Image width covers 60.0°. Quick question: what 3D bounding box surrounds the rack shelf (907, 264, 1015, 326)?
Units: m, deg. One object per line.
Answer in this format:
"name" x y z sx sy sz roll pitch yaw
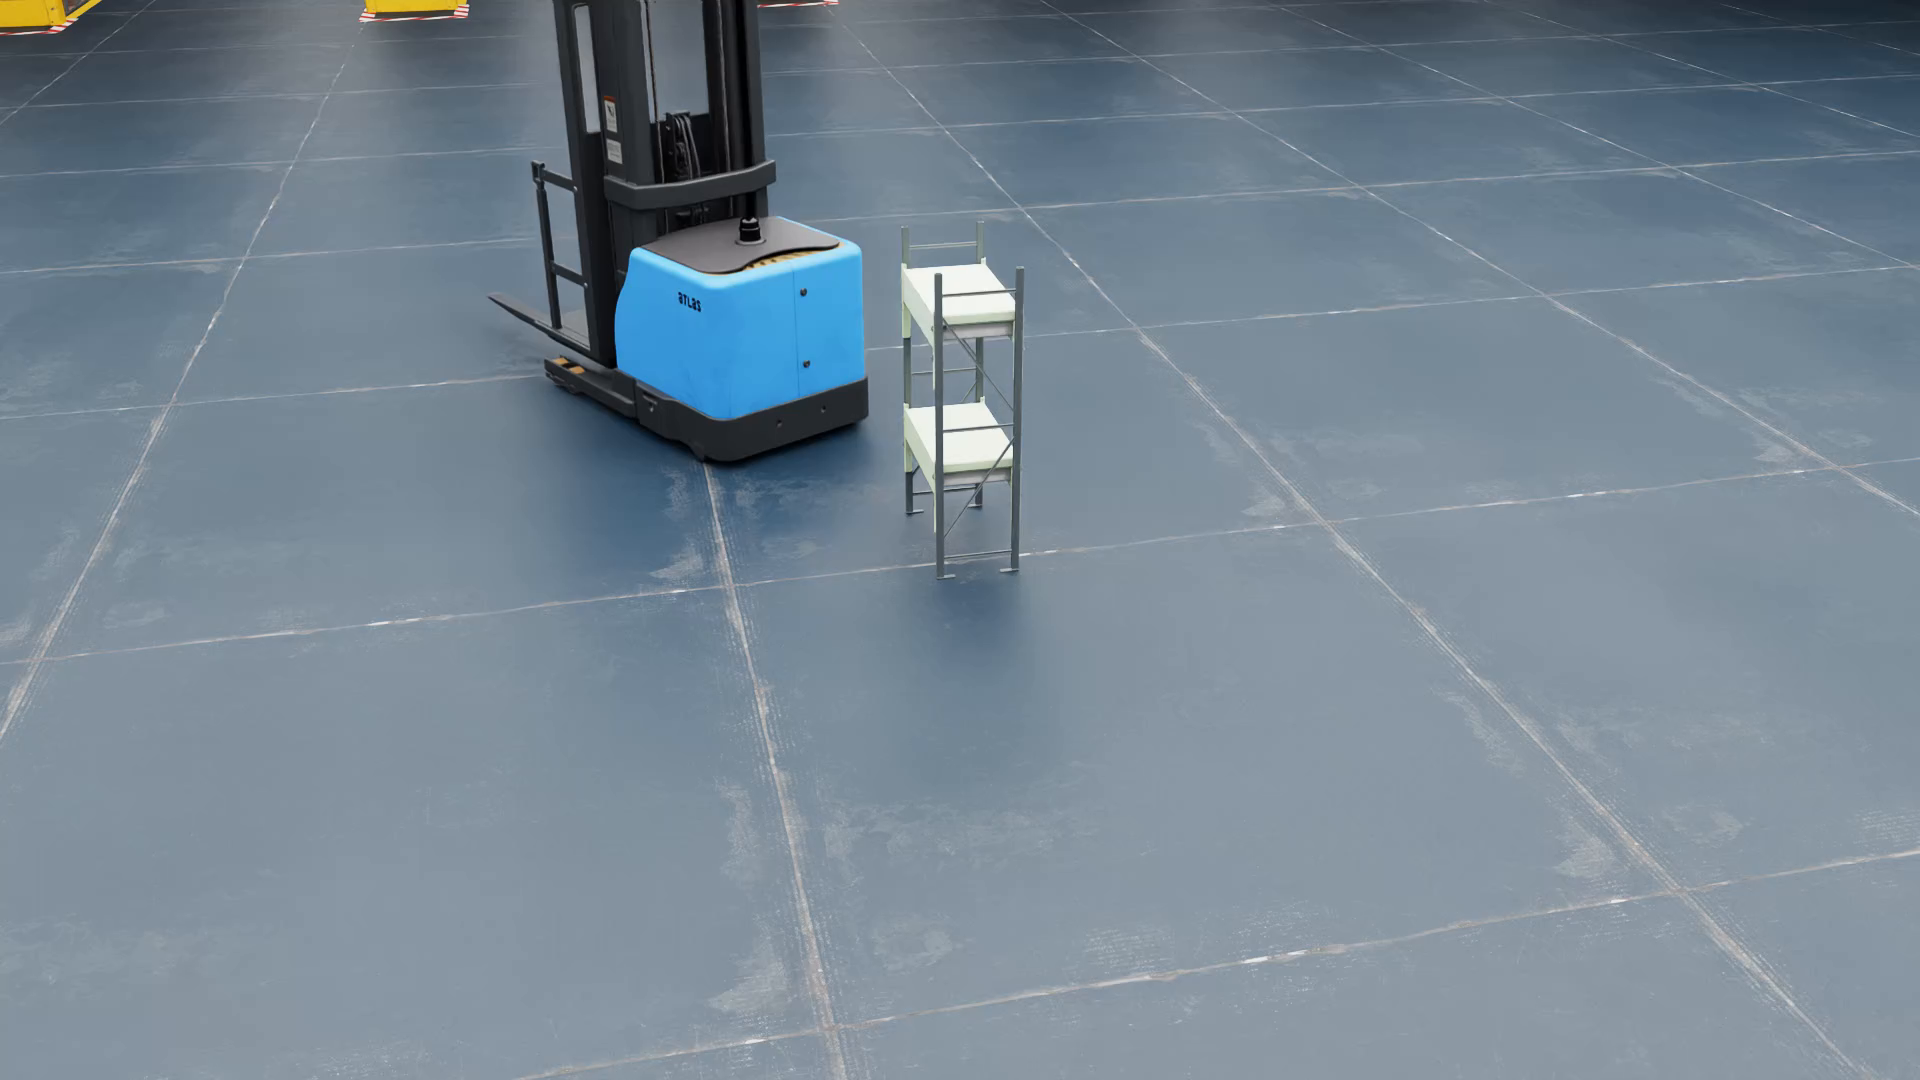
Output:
"rack shelf" 0.002 -1.134 7.670 0.368 0.052 0.686 -6 27 -12

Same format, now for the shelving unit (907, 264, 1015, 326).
"shelving unit" 0.002 -1.134 7.670 0.368 0.052 0.686 -6 27 -12

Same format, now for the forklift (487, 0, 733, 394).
"forklift" -2.152 -2.374 9.920 1.118 2.733 2.170 -22 34 -36
